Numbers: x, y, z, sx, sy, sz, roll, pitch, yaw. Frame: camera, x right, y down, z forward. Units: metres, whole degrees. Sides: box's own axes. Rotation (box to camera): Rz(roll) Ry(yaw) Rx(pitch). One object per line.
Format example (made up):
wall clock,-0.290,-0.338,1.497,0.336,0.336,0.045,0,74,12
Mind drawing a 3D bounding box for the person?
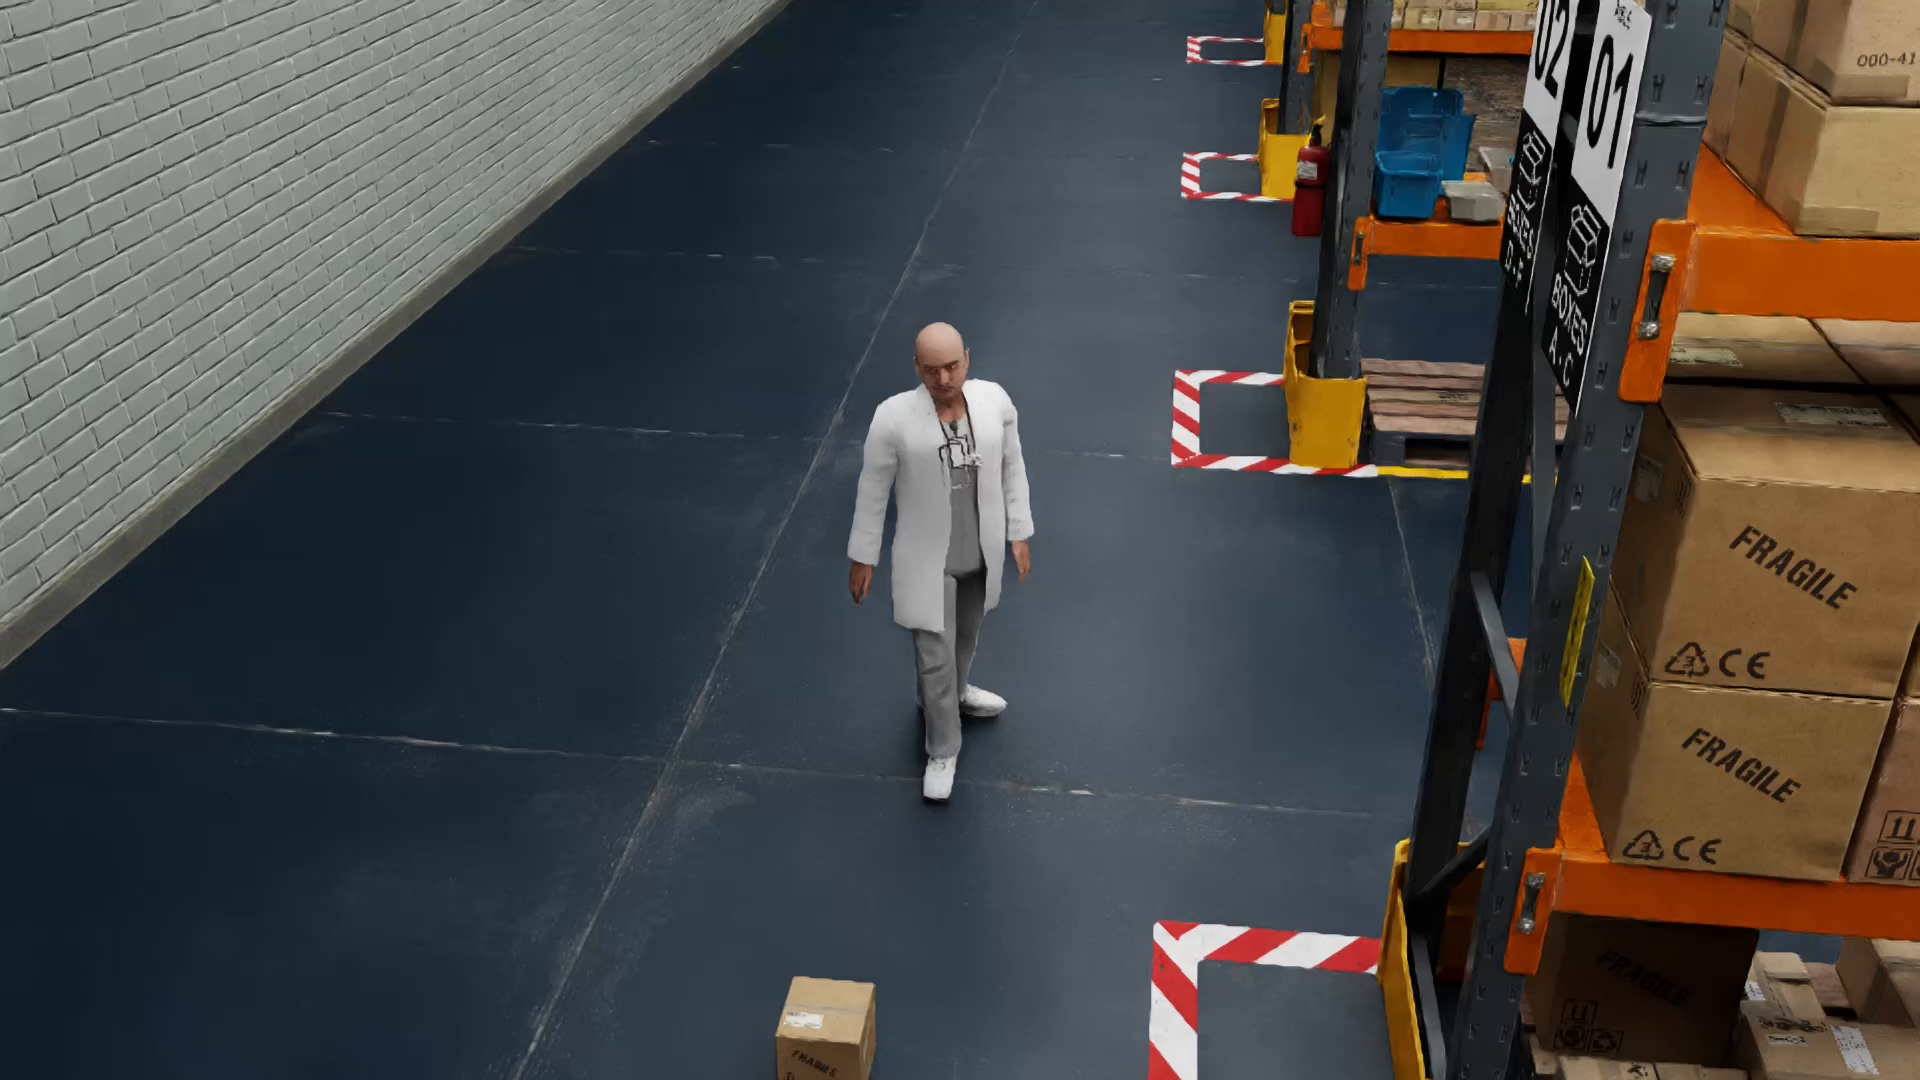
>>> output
person,-0.072,0.034,6.076,0.684,1.771,0.667,-12,30,-21
